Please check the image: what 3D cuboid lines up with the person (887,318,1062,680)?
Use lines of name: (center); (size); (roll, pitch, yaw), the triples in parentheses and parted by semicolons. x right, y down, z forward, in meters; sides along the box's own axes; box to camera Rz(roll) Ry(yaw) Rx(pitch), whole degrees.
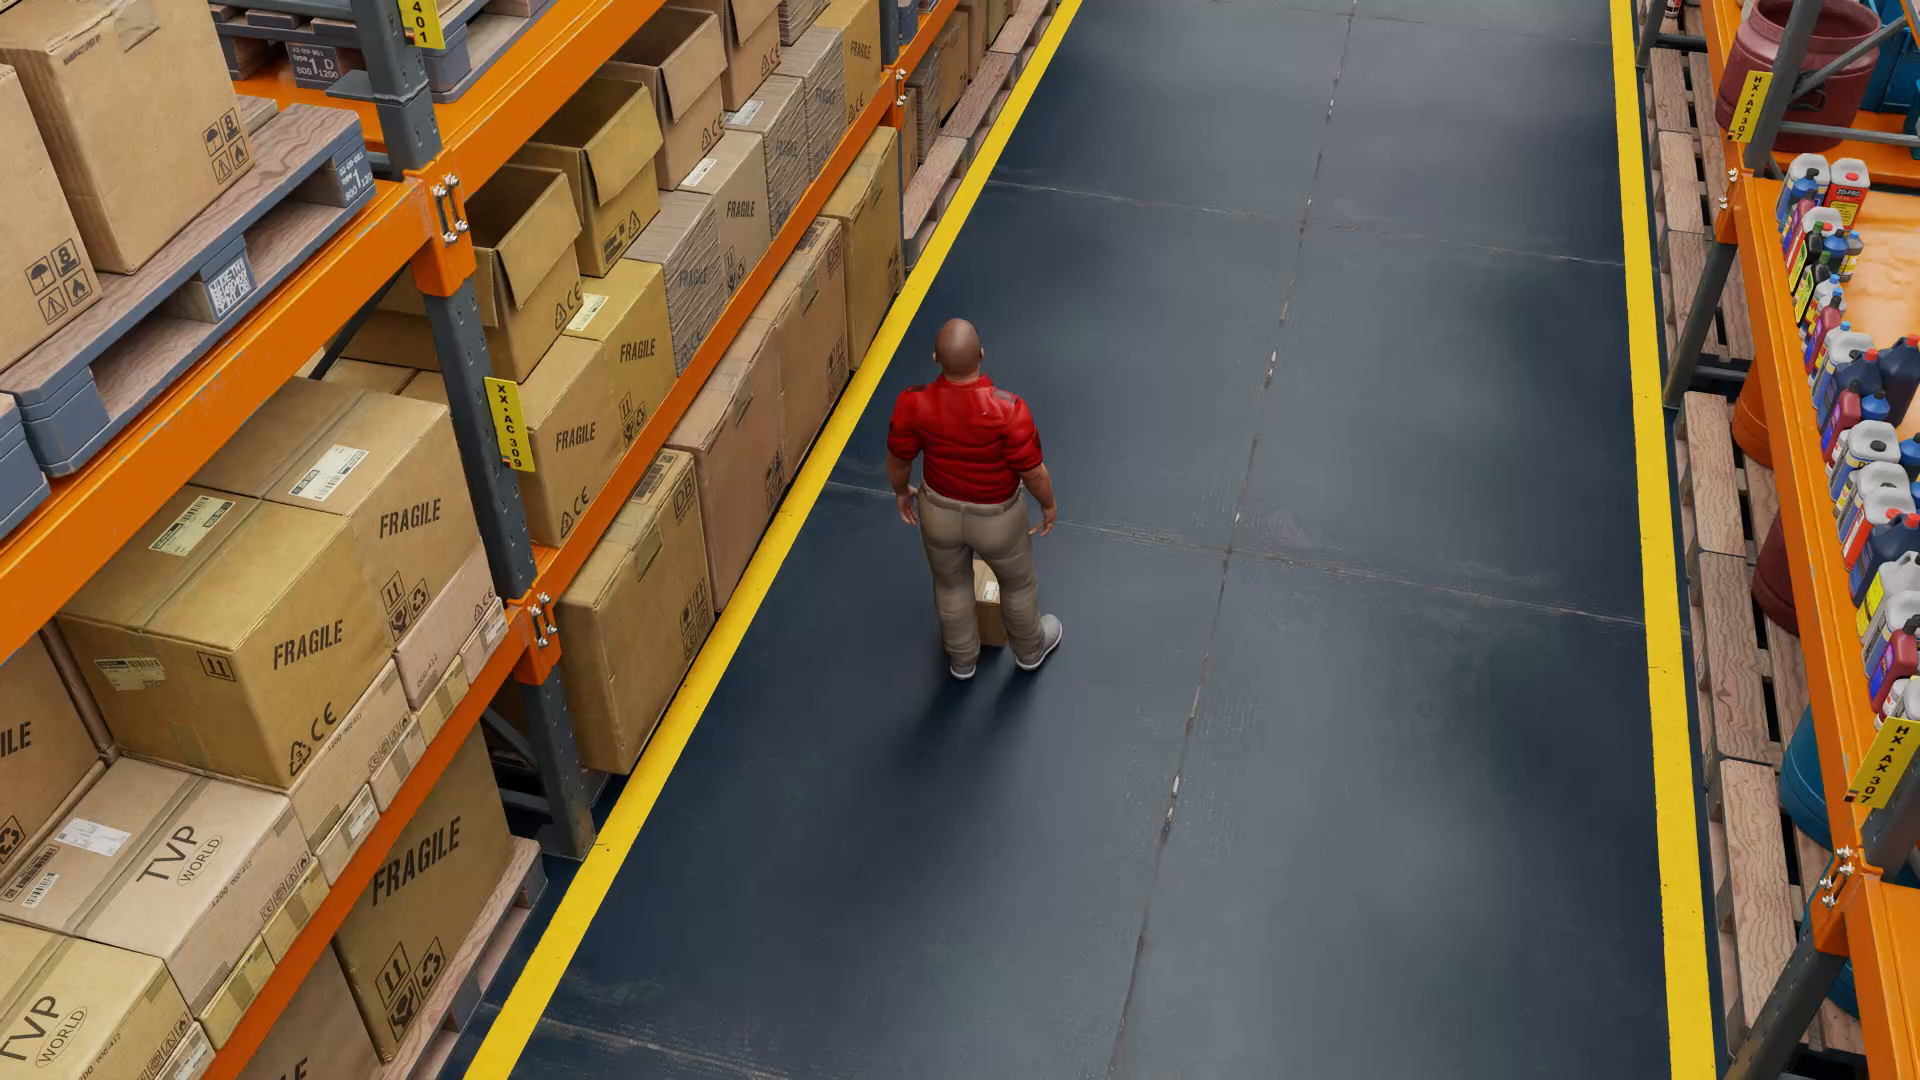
person: (0.072, -0.171, 6.354); (0.641, 1.726, 0.550); (9, 42, 10)
